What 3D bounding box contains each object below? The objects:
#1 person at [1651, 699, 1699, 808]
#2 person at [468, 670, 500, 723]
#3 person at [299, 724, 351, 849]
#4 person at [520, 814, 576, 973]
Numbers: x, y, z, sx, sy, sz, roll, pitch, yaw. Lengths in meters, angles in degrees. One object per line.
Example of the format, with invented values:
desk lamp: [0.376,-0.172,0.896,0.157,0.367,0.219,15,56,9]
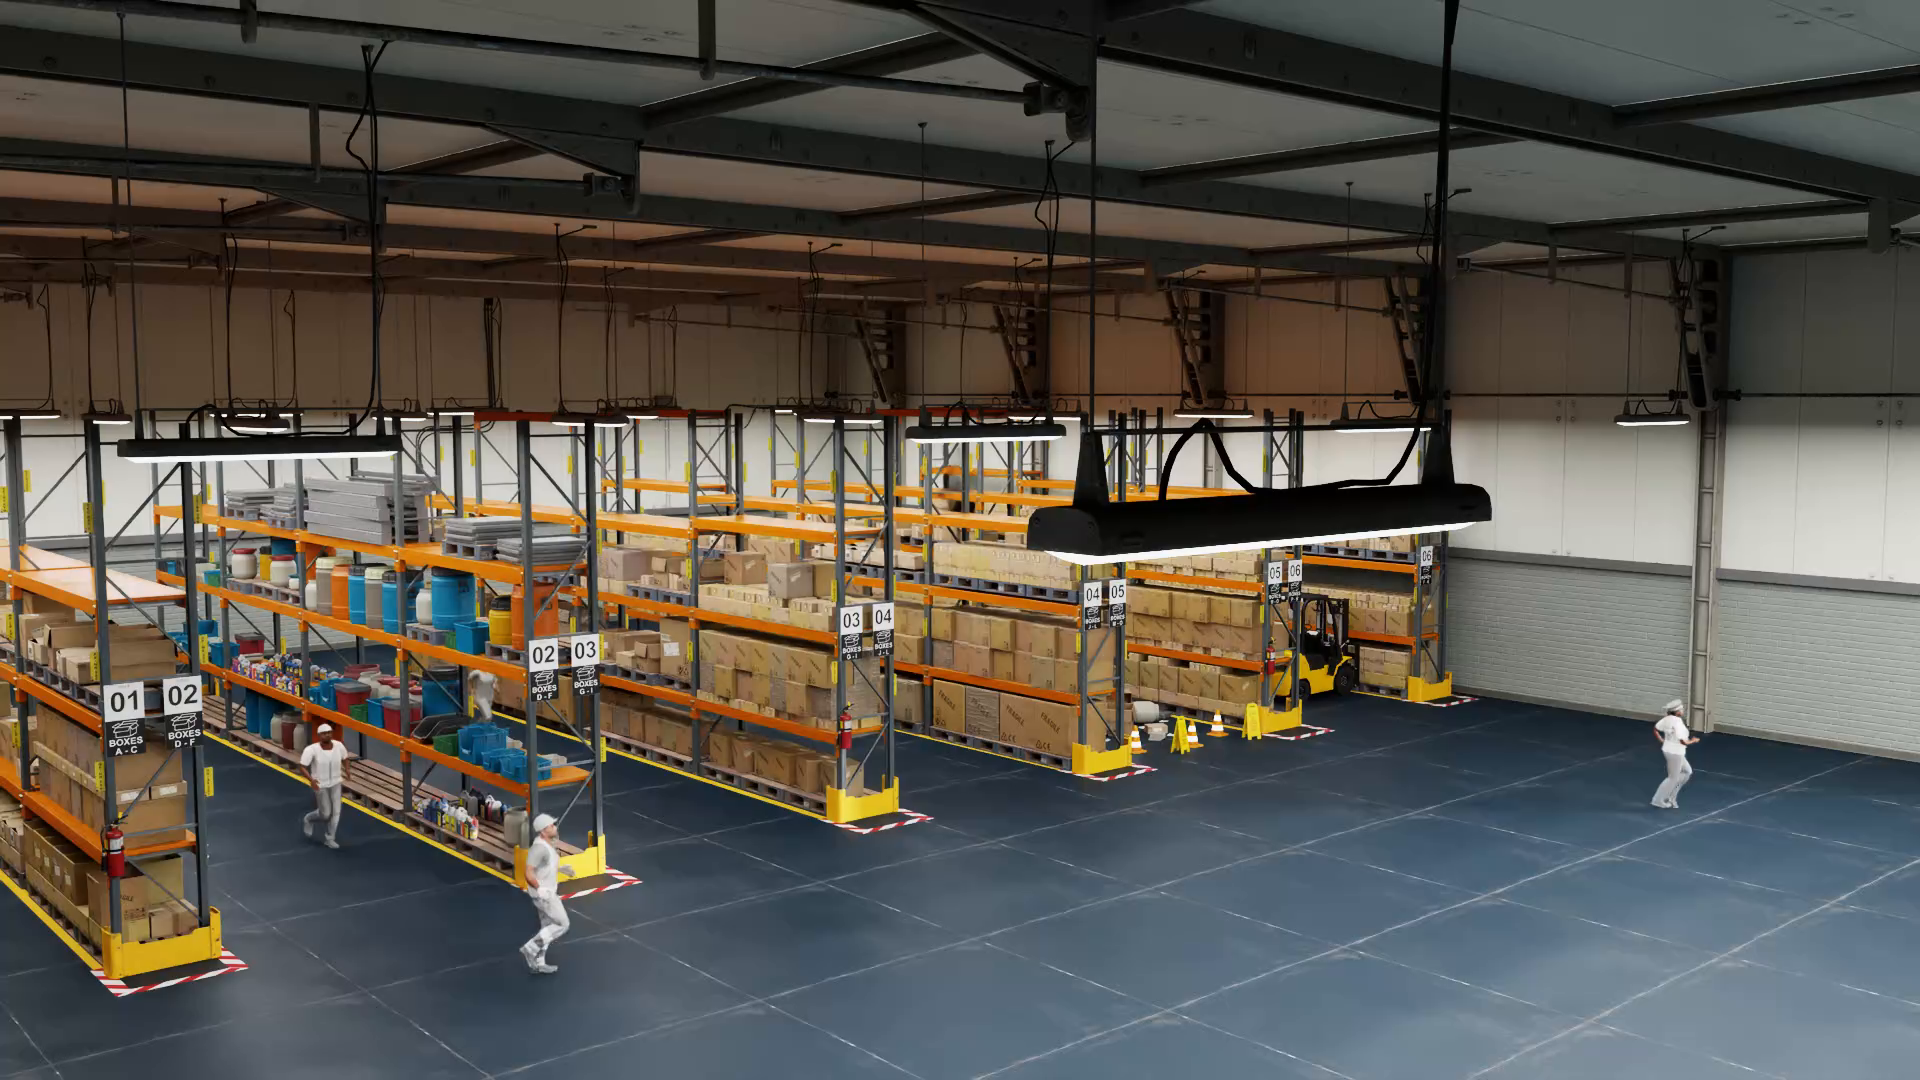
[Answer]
person: [10.898,3.266,25.325,0.688,1.706,0.544,1,5,6]
person: [-8.537,2.898,29.828,0.837,1.698,0.484,4,6,37]
person: [-8.907,3.425,23.360,0.698,1.741,0.662,-5,7,-44]
person: [-4.512,3.860,18.212,0.611,1.750,0.638,-1,5,-12]
